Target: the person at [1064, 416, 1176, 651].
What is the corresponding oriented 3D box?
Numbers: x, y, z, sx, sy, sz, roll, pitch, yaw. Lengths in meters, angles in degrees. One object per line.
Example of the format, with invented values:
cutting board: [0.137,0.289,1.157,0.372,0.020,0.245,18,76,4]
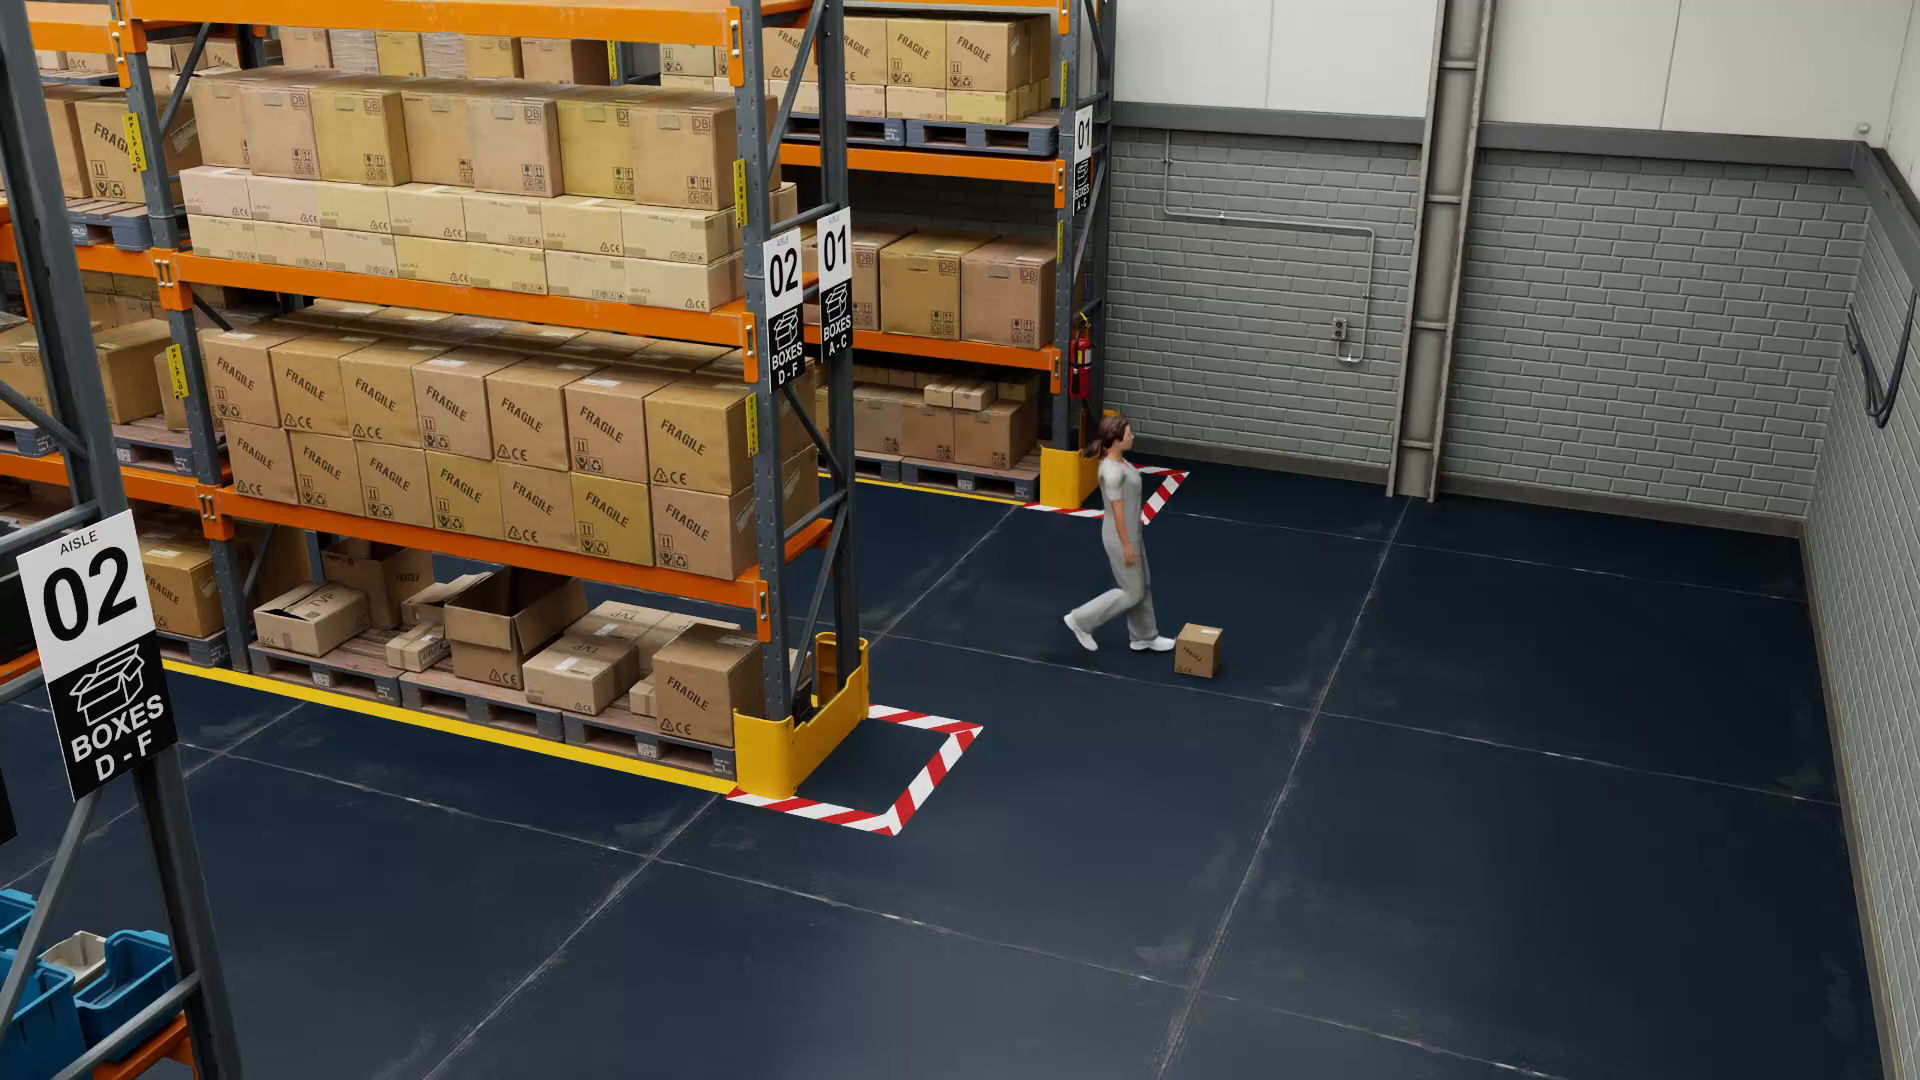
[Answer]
person: [1.081,-0.016,10.915,0.739,1.653,0.460,4,23,9]
